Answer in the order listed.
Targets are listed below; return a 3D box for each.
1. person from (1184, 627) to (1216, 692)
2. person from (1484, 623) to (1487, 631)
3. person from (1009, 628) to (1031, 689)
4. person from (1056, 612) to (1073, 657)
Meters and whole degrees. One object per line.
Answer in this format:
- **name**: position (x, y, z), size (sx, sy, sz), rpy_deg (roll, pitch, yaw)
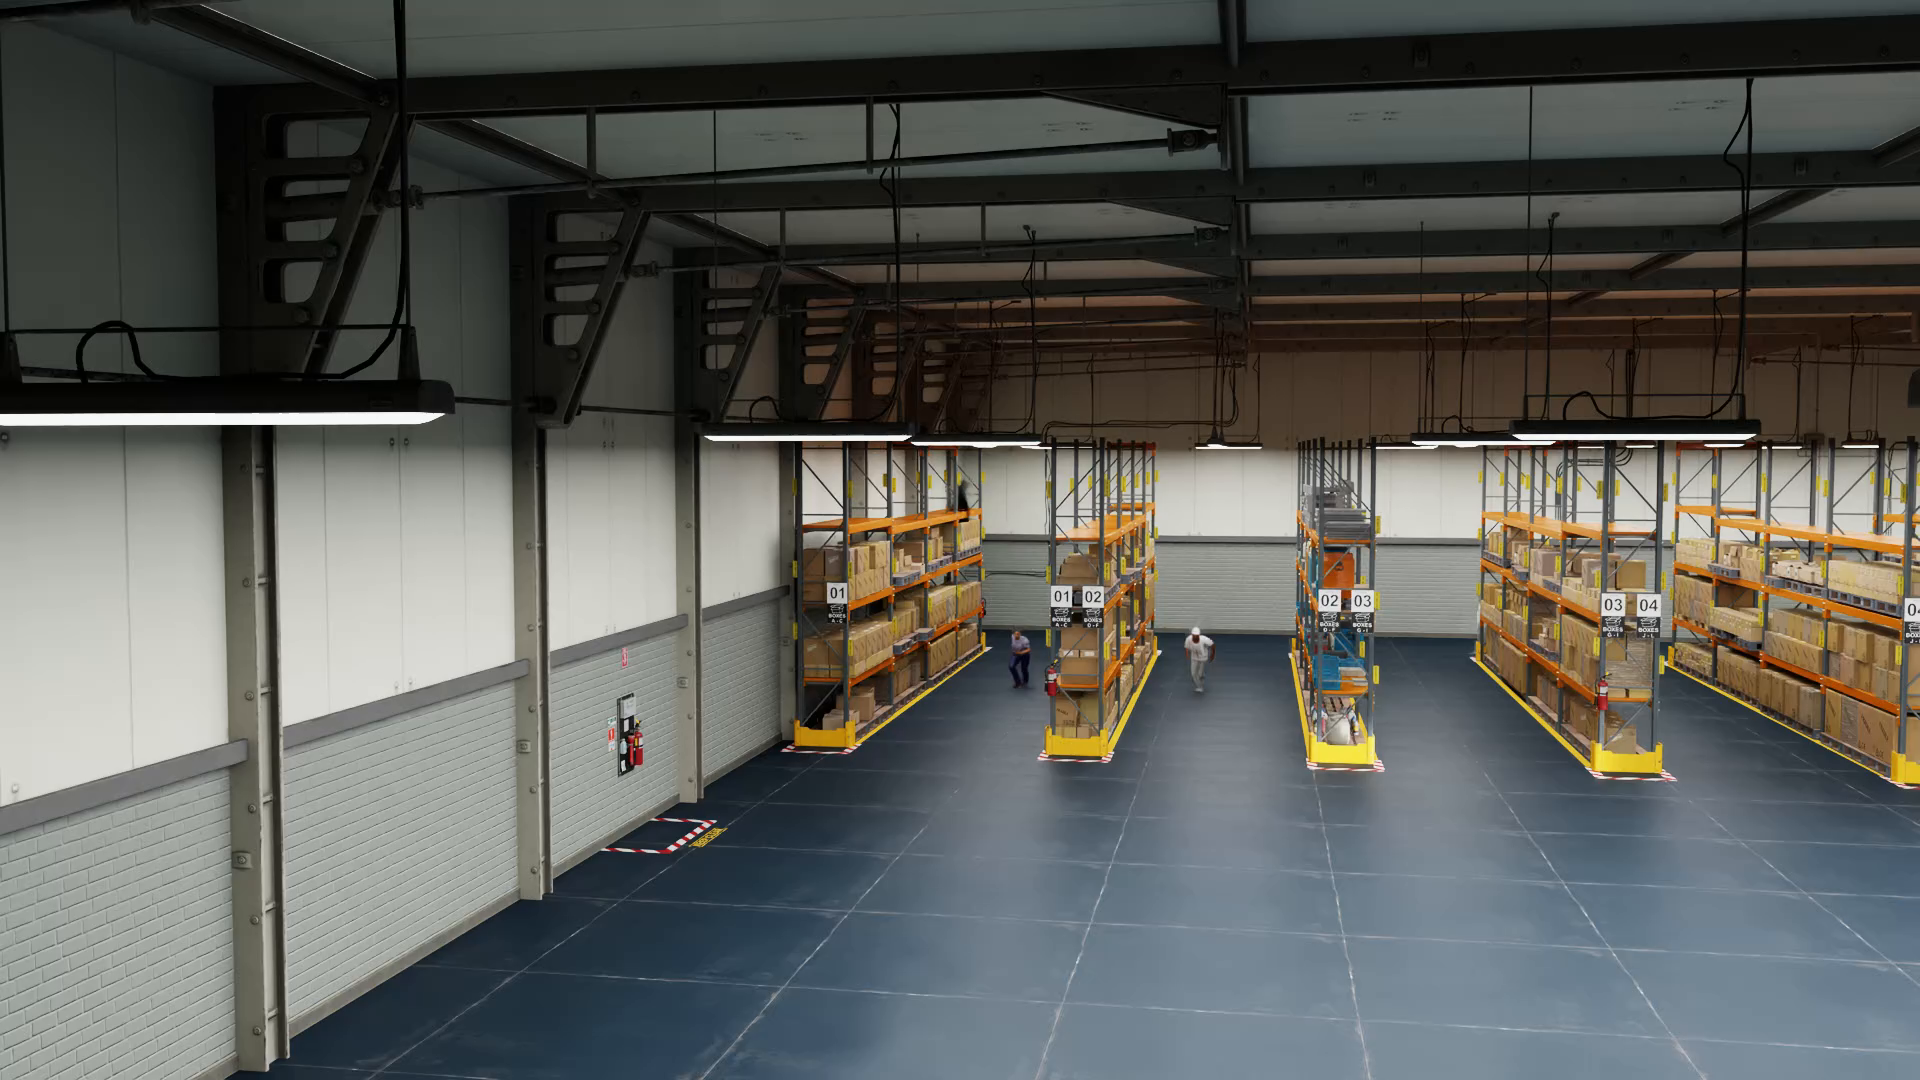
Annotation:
- **person**: position (5.696, 2.848, 39.464), size (0.719, 1.599, 0.901), rpy_deg (1, 3, 22)
- **person**: position (15.058, 2.424, 46.929), size (0.616, 1.679, 0.542), rpy_deg (-2, 4, -34)
- **person**: position (1.497, 2.839, 40.303), size (0.622, 1.471, 1.063), rpy_deg (1, 3, 23)
- **person**: position (3.063, 2.433, 46.296), size (0.659, 1.649, 0.786), rpy_deg (2, 4, 31)
